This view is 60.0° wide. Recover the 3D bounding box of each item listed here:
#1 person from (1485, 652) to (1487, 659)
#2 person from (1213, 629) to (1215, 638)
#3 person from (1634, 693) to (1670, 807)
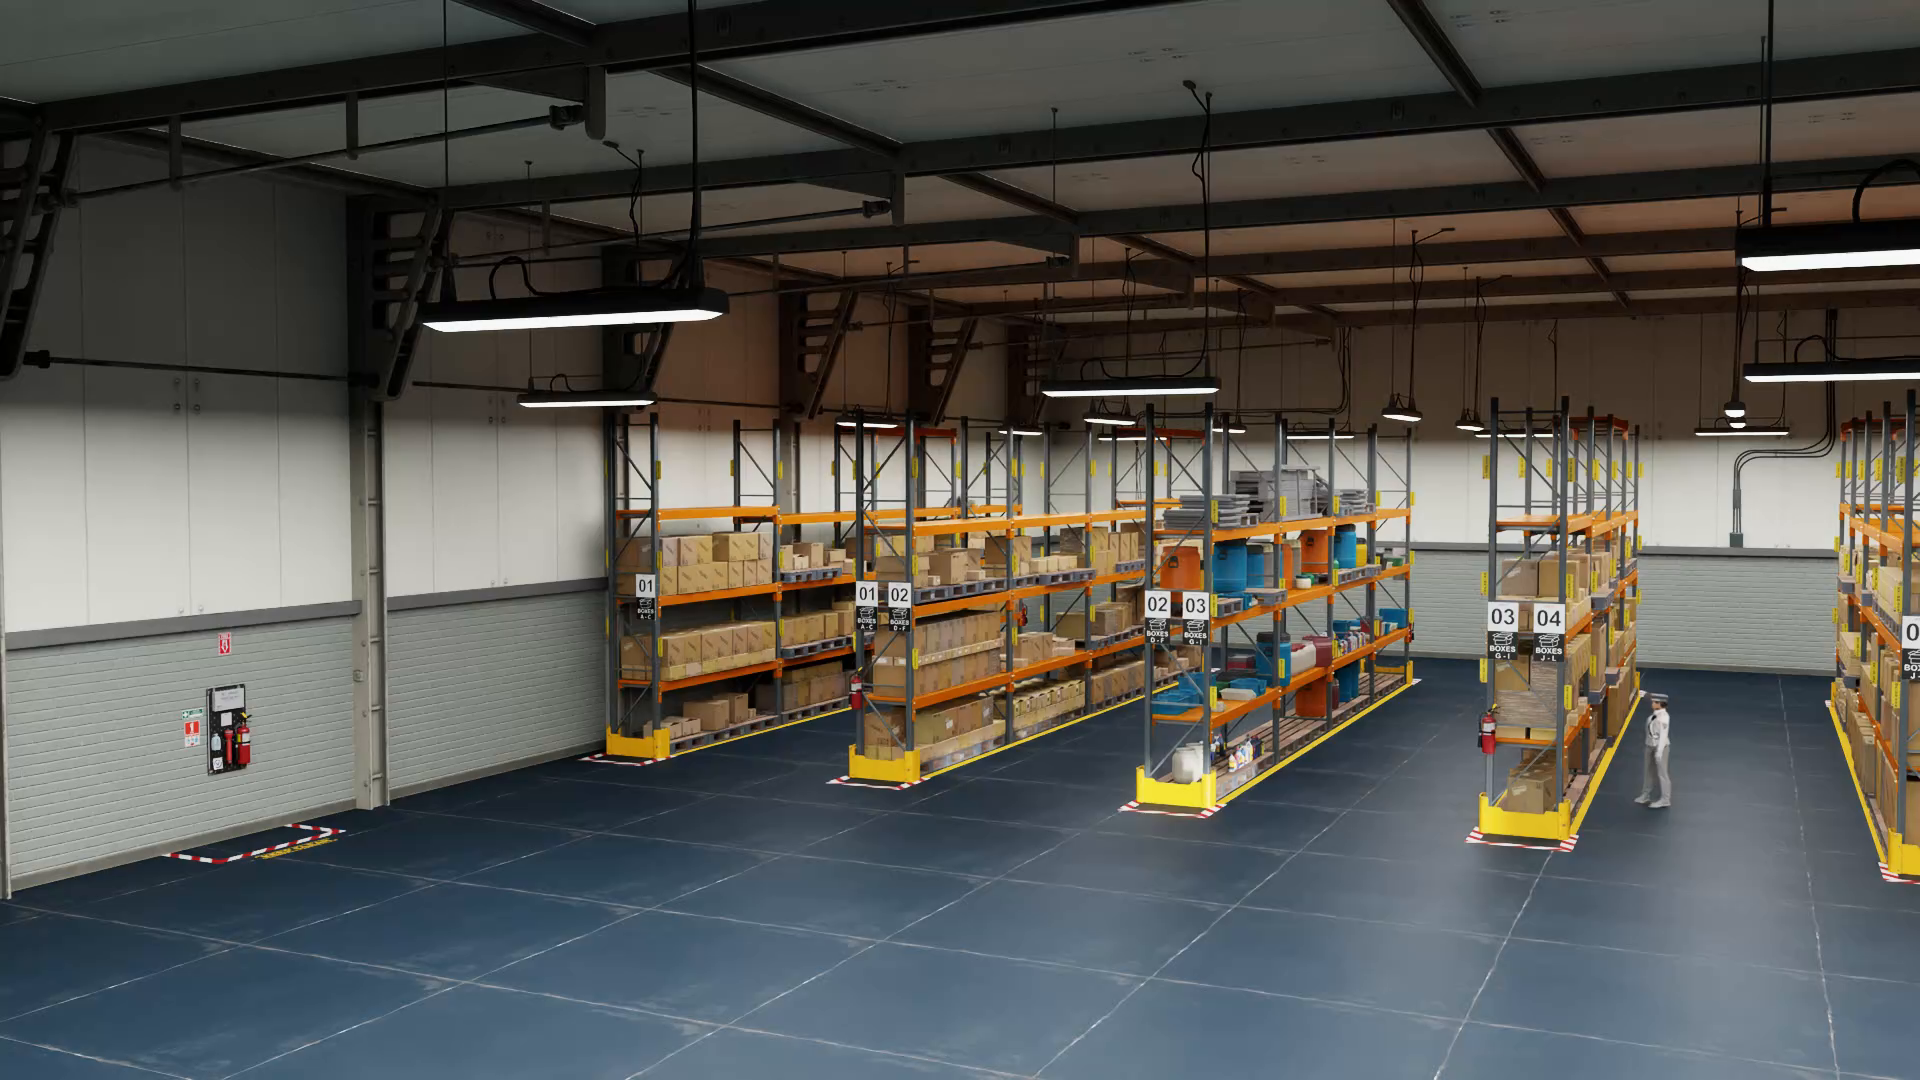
[{"bbox_3d":[11.116,2.730,34.555,0.476,1.677,0.495,-1,2,-13],"label":"person"},{"bbox_3d":[6.237,2.354,42.355,0.550,1.731,0.402,1,2,15],"label":"person"},{"bbox_3d":[10.356,3.118,24.827,0.422,1.665,0.531,0,2,-9],"label":"person"}]
